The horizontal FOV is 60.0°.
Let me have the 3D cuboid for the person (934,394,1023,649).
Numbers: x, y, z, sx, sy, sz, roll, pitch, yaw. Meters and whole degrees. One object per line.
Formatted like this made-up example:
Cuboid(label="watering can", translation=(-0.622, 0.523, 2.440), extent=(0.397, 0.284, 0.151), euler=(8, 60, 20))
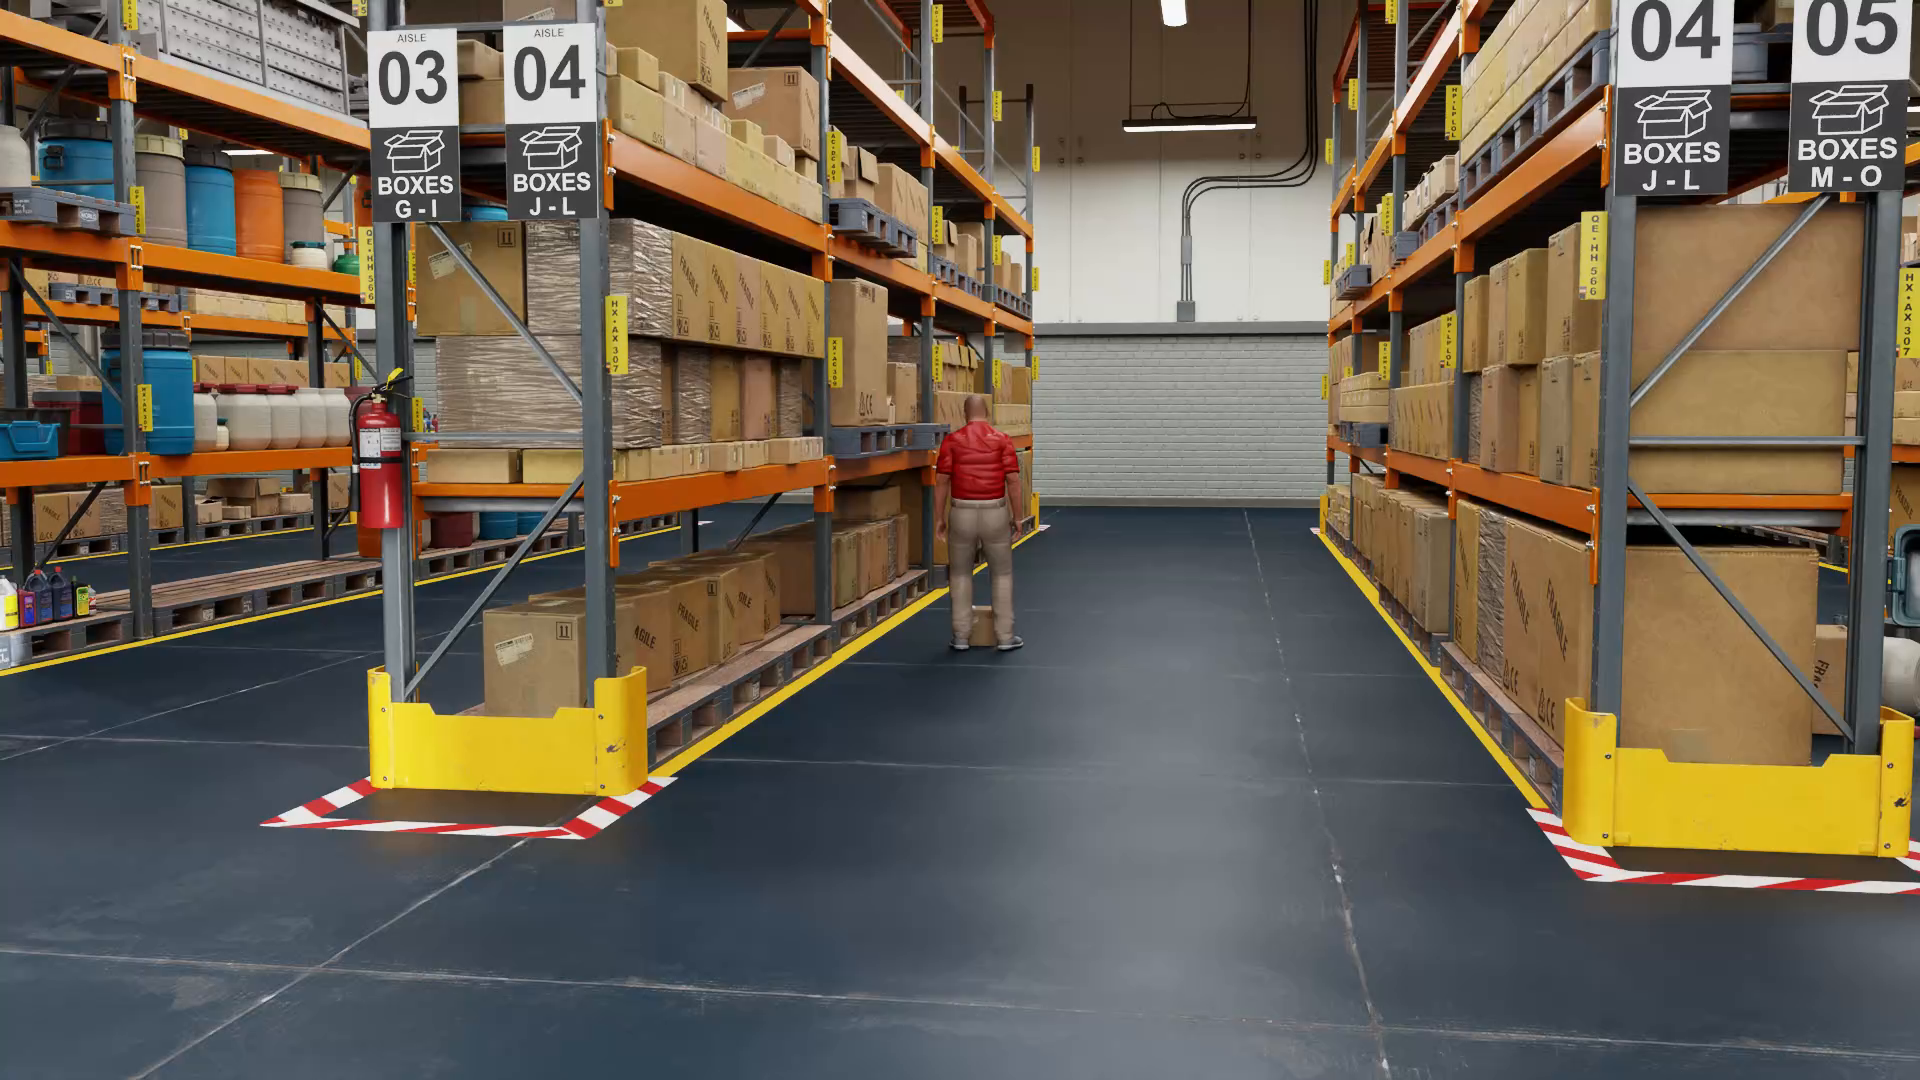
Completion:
Cuboid(label="person", translation=(0.128, -0.121, 11.285), extent=(0.602, 1.727, 0.386), euler=(0, 4, 3))
